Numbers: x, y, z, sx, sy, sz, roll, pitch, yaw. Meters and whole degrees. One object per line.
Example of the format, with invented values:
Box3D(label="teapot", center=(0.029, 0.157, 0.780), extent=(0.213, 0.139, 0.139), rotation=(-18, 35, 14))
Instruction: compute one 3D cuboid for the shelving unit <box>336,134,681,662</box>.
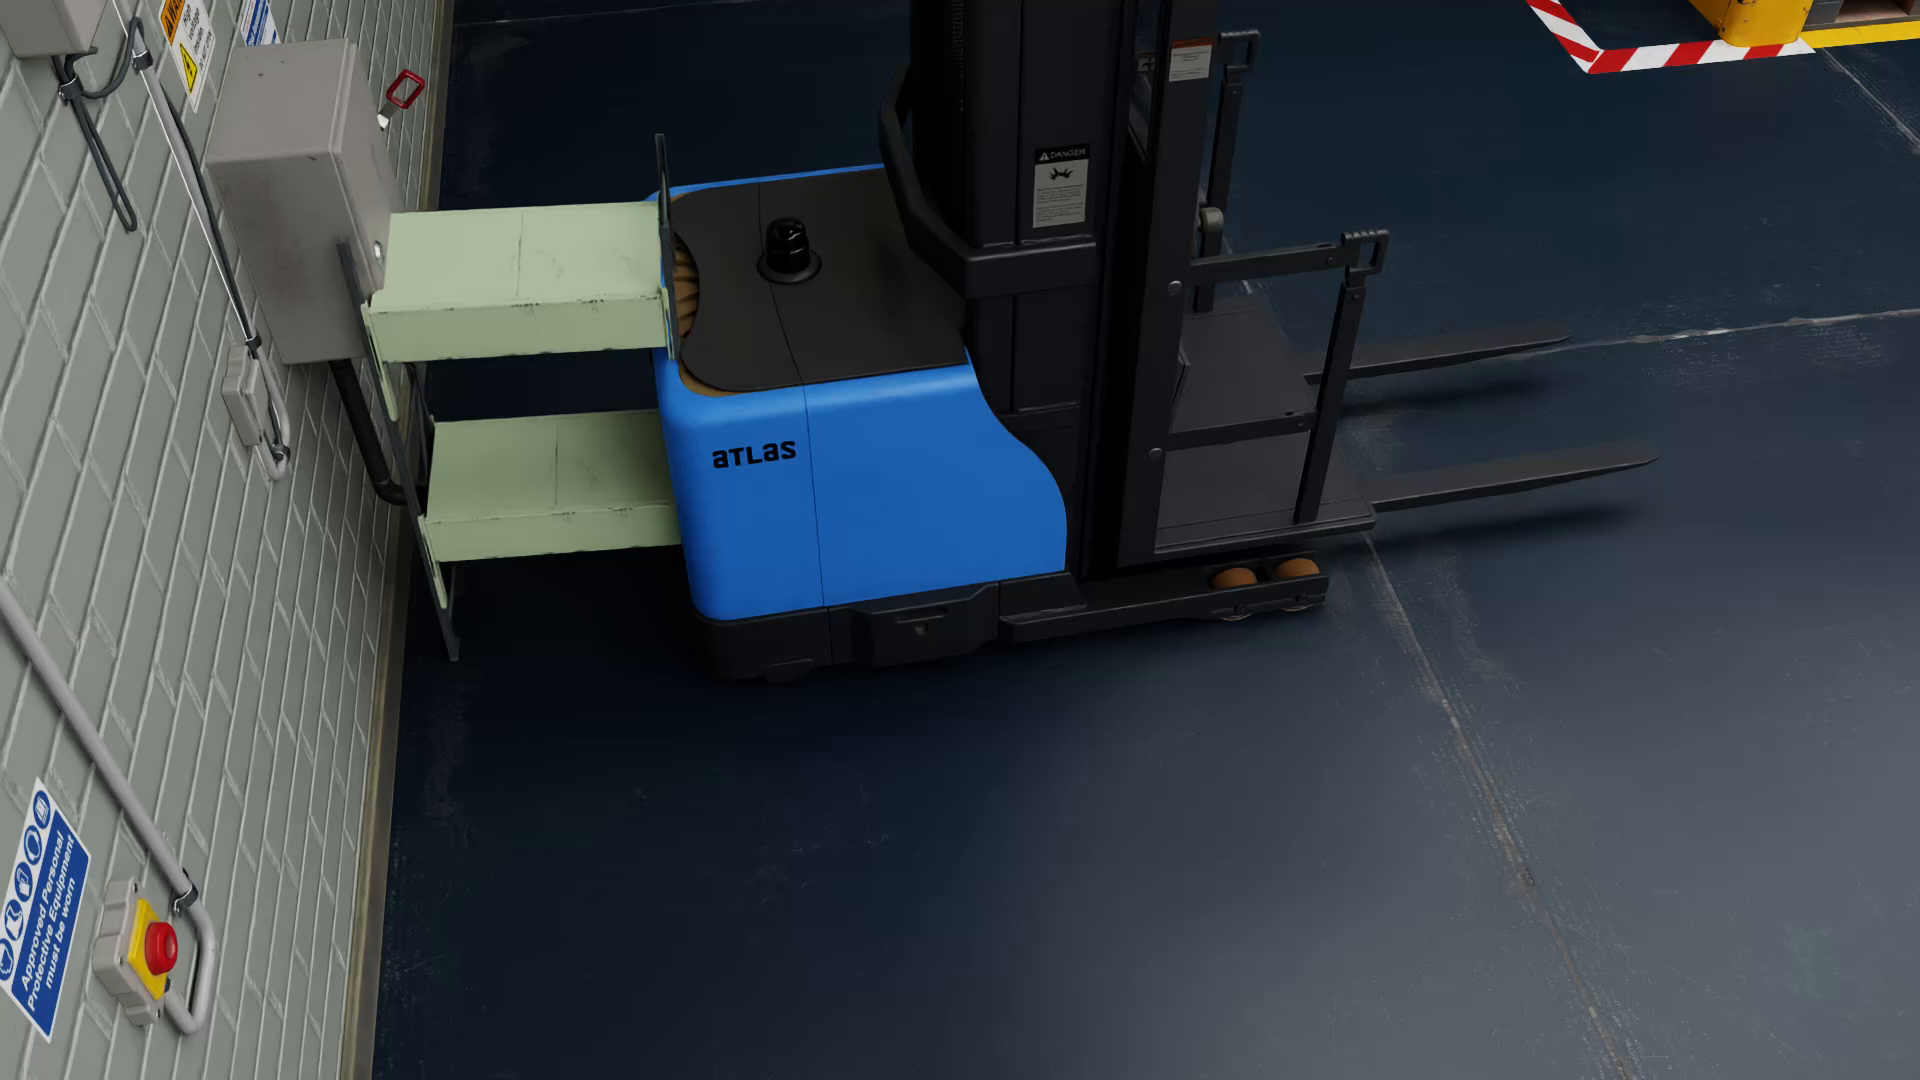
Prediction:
Box3D(label="shelving unit", center=(-1.122, -0.332, 4.537), extent=(0.755, 1.500, 0.400), rotation=(-4, 47, -8))

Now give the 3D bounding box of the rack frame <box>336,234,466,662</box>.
Box3D(label="rack frame", center=(-1.483, -0.305, 4.488), extent=(0.023, 1.500, 0.400), rotation=(-4, 47, -8))

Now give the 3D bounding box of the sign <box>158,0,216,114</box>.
Box3D(label="sign", center=(-1.711, -1.135, 3.687), extent=(0.001, 0.242, 0.339), rotation=(-7, 46, -7))

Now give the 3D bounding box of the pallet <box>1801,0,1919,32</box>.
Box3D(label="pallet", center=(4.261, -2.775, 7.777), extent=(1.213, 0.211, 1.003), rotation=(-7, 46, -7))

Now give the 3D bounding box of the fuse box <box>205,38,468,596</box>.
Box3D(label="fuse box", center=(-1.516, -0.466, 4.510), extent=(0.414, 1.711, 0.539), rotation=(-7, 46, -7))

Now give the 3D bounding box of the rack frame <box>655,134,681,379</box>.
Box3D(label="rack frame", center=(-0.760, -0.360, 4.586), extent=(0.023, 1.500, 0.400), rotation=(-4, 47, -8))

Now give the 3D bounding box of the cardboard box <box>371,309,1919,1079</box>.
Box3D(label="cardboard box", center=(5.311, 0.540, 3.654), extent=(13.522, 1.550, 6.103), rotation=(-8, 47, -7))

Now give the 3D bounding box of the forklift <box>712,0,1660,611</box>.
Box3D(label="forklift", center=(0.688, -1.111, 4.346), extent=(2.937, 2.843, 1.107), rotation=(-8, 47, -8))

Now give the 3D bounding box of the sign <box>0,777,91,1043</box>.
Box3D(label="sign", center=(-1.354, 0.544, 2.455), extent=(0.001, 0.218, 0.327), rotation=(-7, 46, -7))

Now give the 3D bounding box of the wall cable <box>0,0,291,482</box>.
Box3D(label="wall cable", center=(-1.555, -0.762, 3.195), extent=(0.122, 1.984, 0.588), rotation=(-7, 46, -7))
